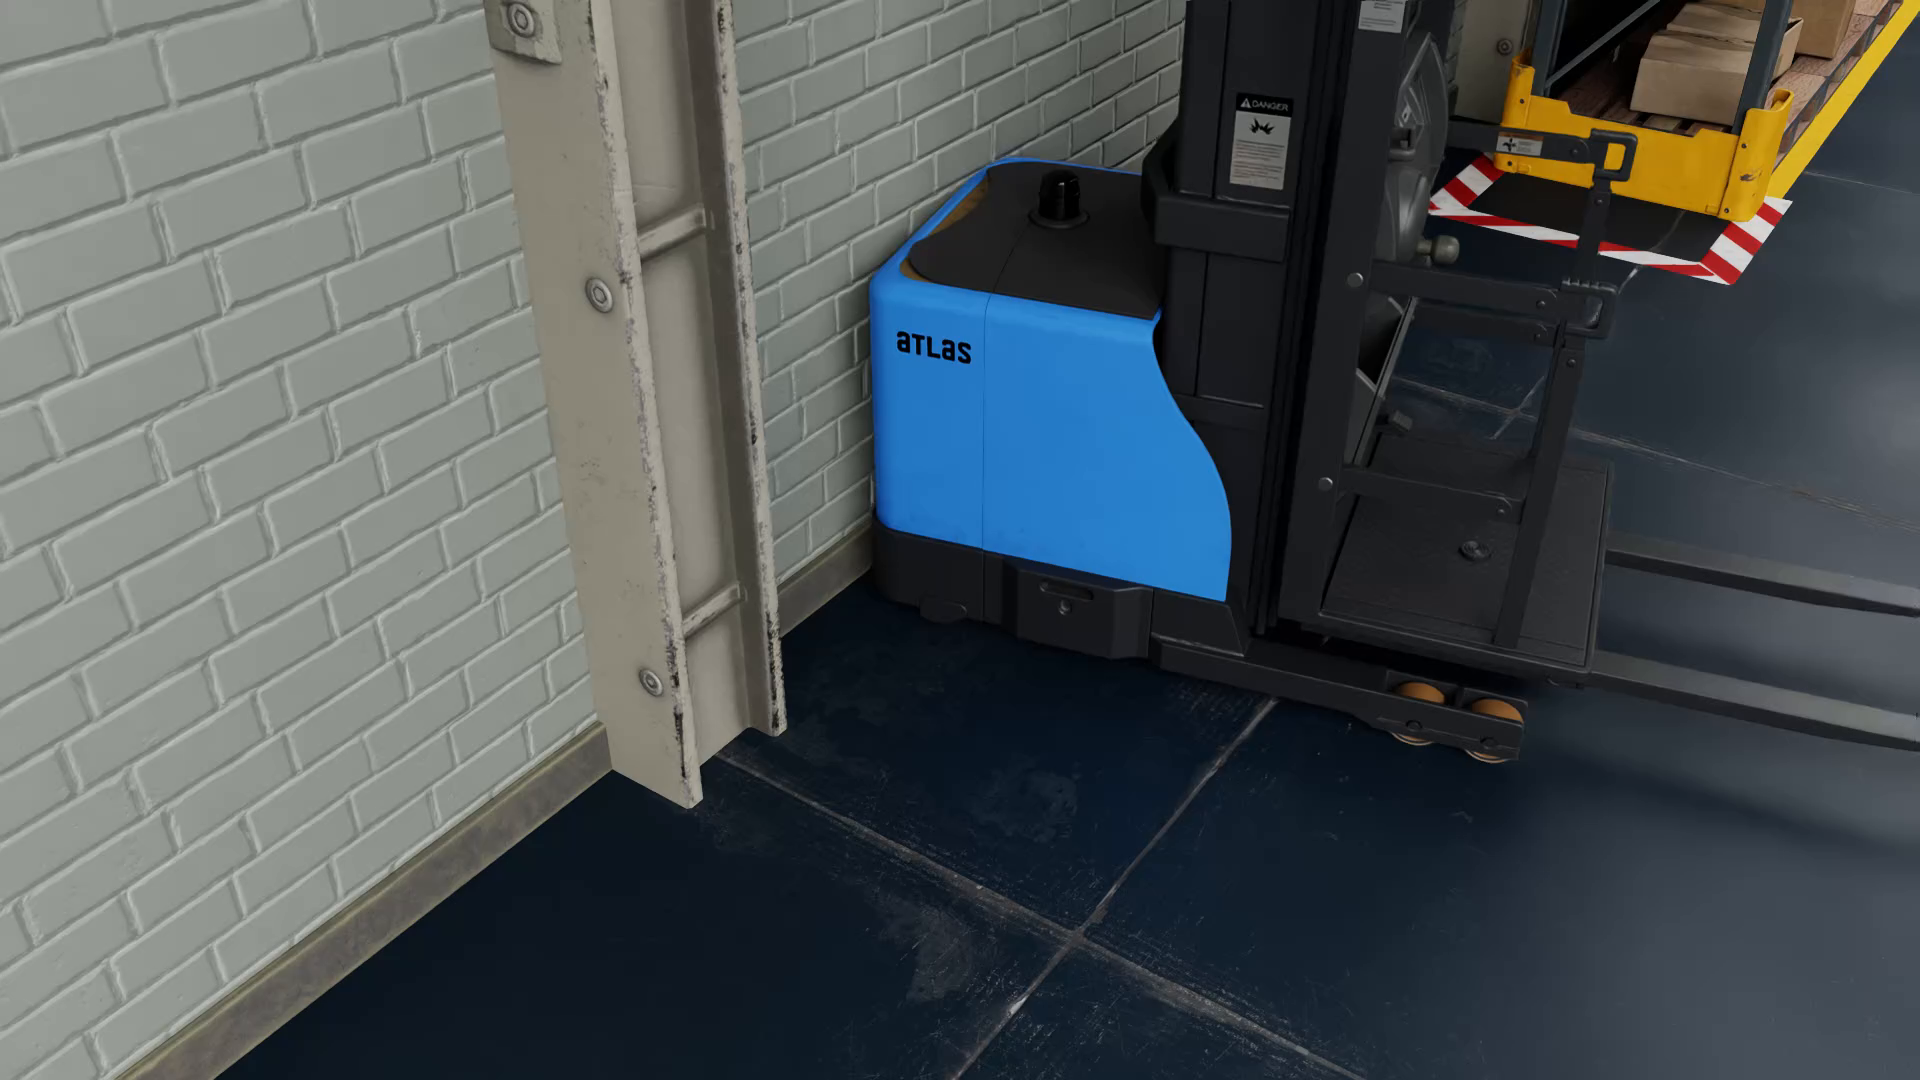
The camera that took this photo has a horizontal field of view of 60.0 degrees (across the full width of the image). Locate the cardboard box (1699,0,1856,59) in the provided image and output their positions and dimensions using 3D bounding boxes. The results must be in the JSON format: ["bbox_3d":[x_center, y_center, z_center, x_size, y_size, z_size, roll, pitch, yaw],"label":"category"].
[{"bbox_3d":[4.283,-2.880,8.669,0.700,0.500,0.500,19,38,25],"label":"cardboard box"}]

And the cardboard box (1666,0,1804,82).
[{"bbox_3d":[3.824,-2.480,8.247,0.500,0.311,0.500,25,41,32],"label":"cardboard box"}]

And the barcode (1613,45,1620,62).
[{"bbox_3d":[3.180,-2.357,8.057,0.001,0.075,0.075,21,39,28],"label":"barcode"}]

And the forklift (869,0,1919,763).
[{"bbox_3d":[1.315,-0.965,4.061,3.031,2.935,1.130,12,36,17],"label":"forklift"}]

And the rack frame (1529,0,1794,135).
[{"bbox_3d":[3.030,-2.859,6.800,1.000,3.000,0.127,21,39,28],"label":"rack frame"}]

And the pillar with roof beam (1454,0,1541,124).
[{"bbox_3d":[6.255,-4.568,3.971,9.100,9.000,0.400,21,39,28],"label":"pillar with roof beam"}]

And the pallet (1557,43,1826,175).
[{"bbox_3d":[3.566,-2.102,8.169,1.003,0.211,1.213,21,39,28],"label":"pallet"}]

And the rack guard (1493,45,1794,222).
[{"bbox_3d":[3.074,-1.859,7.552,1.175,0.500,0.348,21,39,28],"label":"rack guard"}]

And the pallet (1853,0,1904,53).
[{"bbox_3d":[4.957,-3.224,9.830,1.003,0.211,1.213,21,39,28],"label":"pallet"}]

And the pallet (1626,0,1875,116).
[{"bbox_3d":[4.262,-2.661,8.996,1.003,0.211,1.213,21,39,28],"label":"pallet"}]

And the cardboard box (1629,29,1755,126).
[{"bbox_3d":[3.499,-2.217,7.859,0.500,0.311,0.500,17,37,23],"label":"cardboard box"}]
